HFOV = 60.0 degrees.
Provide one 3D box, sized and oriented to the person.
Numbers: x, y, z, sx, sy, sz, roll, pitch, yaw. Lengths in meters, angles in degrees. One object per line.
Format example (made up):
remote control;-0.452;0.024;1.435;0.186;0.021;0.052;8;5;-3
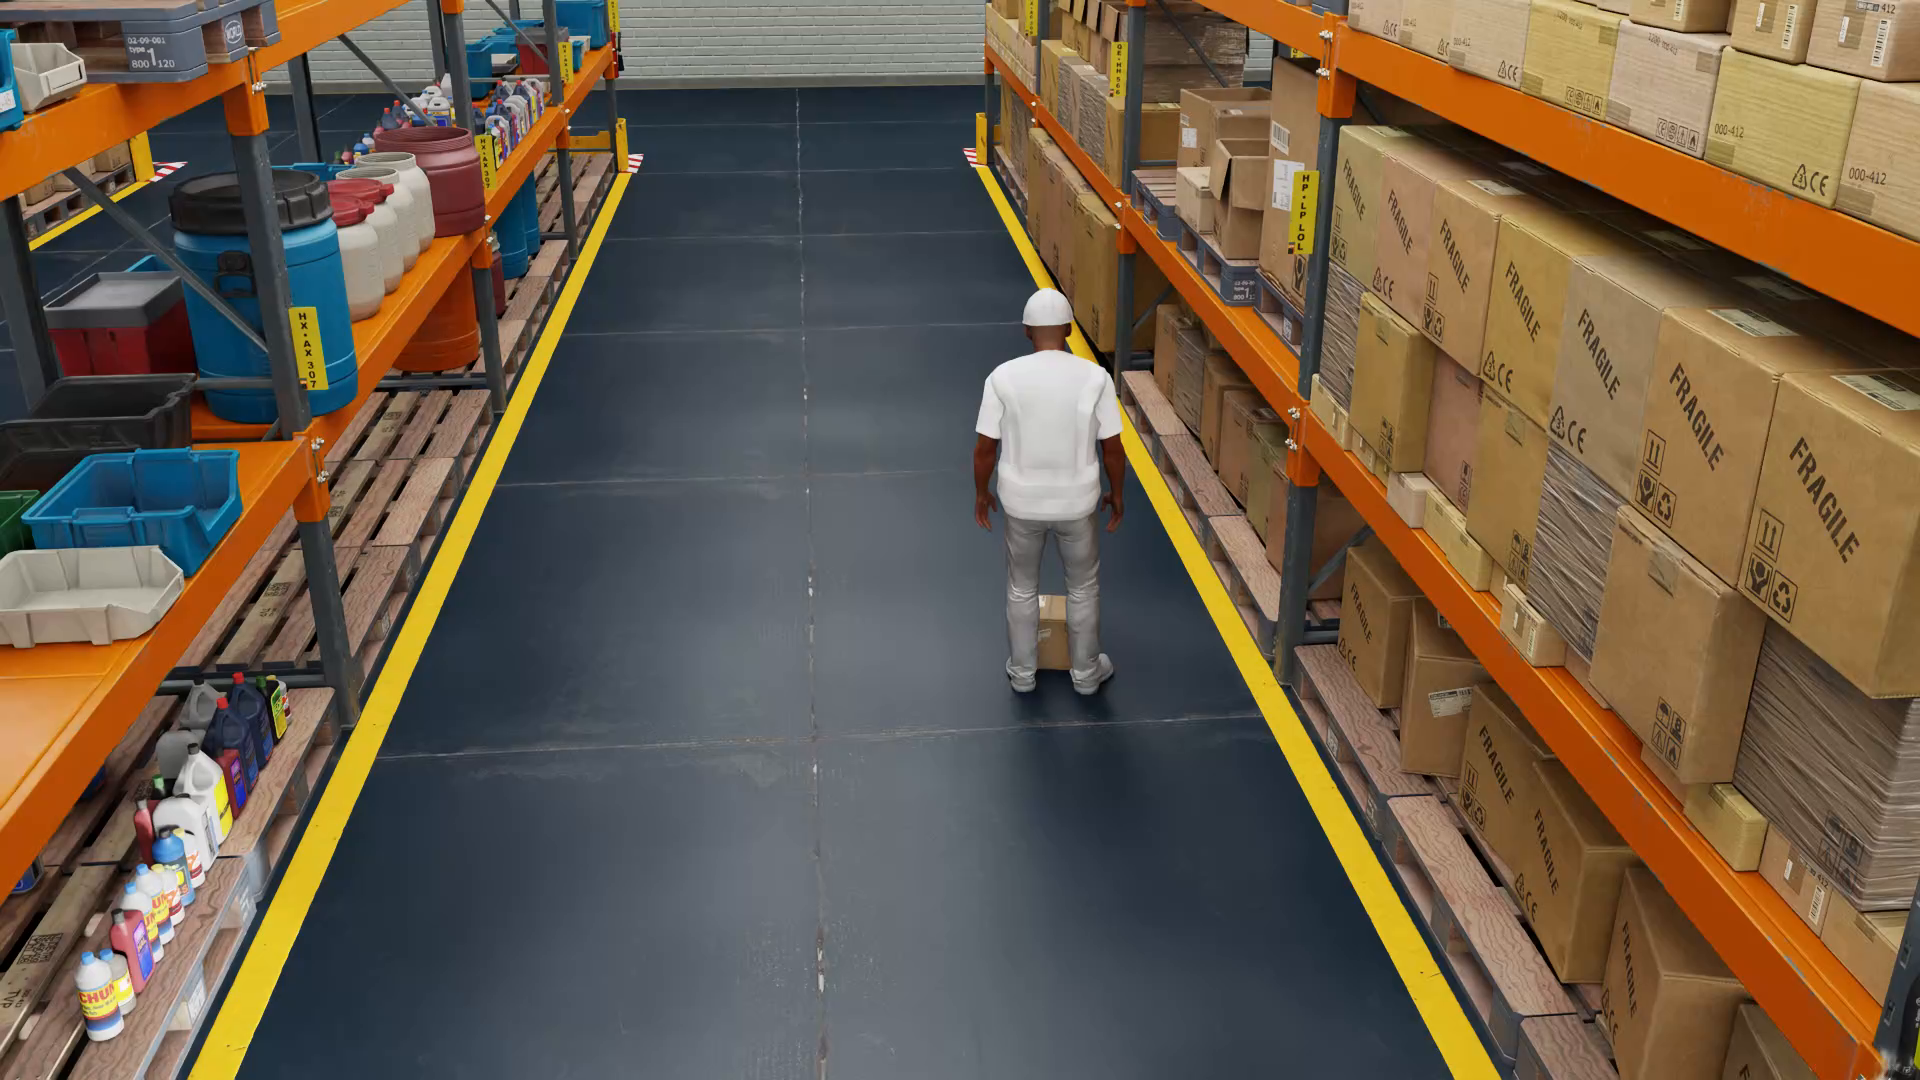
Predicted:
person;0.376;-0.186;7.004;0.635;1.760;0.455;2;24;4
